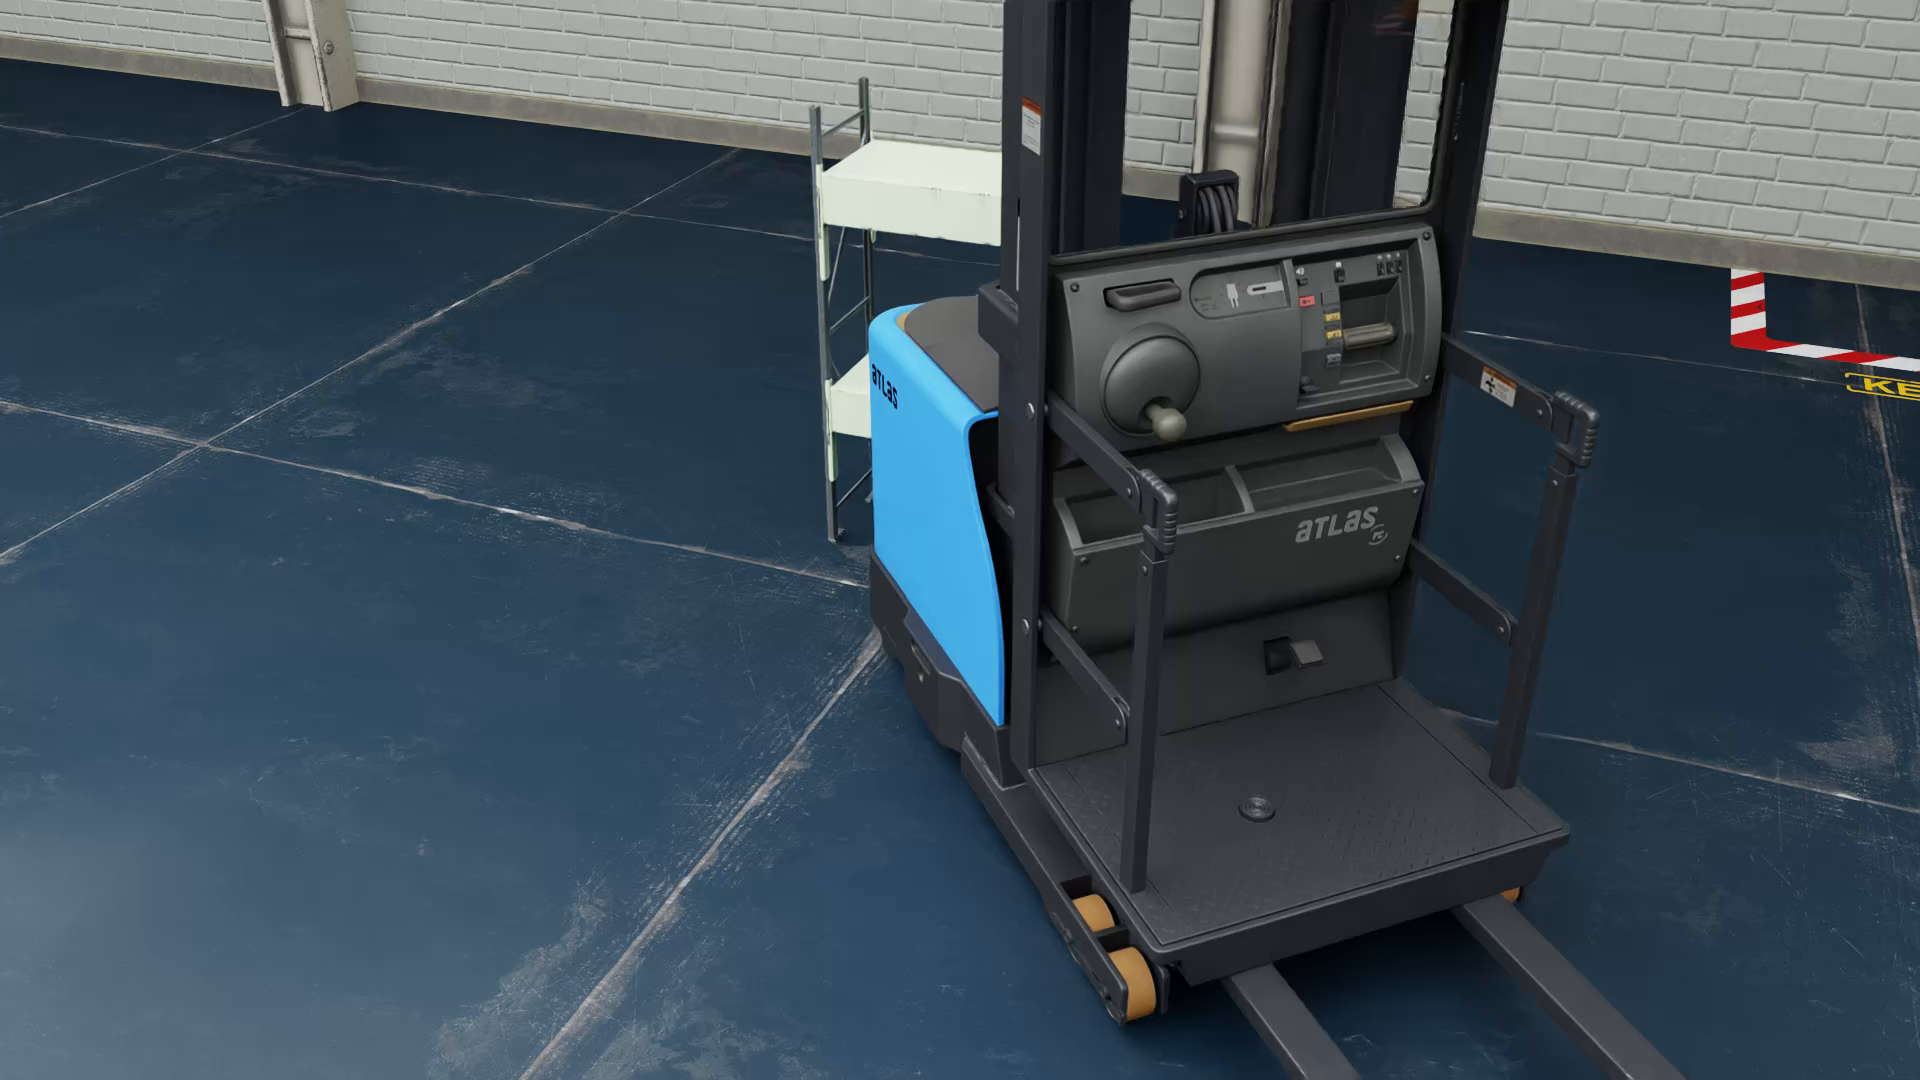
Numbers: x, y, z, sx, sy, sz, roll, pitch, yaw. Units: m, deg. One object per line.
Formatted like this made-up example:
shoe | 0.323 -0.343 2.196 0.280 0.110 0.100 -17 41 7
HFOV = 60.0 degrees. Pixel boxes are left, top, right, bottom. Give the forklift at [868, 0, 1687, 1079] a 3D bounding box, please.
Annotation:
forklift | 0.740 -0.412 3.500 1.130 2.935 3.031 -11 31 -19

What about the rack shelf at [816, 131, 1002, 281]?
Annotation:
rack shelf | -0.032 -1.014 5.227 0.720 0.370 0.431 11 31 18

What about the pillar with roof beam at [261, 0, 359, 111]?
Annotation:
pillar with roof beam | -5.742 -4.784 5.069 0.400 9.000 9.100 11 31 19

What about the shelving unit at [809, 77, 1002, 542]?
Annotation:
shelving unit | -0.032 -0.675 5.419 0.755 1.500 0.431 11 31 18

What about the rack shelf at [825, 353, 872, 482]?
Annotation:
rack shelf | -0.032 -0.391 5.580 0.720 0.370 0.431 11 31 18

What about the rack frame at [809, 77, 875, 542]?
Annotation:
rack frame | -0.374 -0.739 5.533 0.023 1.500 0.400 11 31 18

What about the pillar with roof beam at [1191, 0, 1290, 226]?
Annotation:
pillar with roof beam | -0.183 -3.674 3.105 0.400 9.000 9.100 11 31 19
